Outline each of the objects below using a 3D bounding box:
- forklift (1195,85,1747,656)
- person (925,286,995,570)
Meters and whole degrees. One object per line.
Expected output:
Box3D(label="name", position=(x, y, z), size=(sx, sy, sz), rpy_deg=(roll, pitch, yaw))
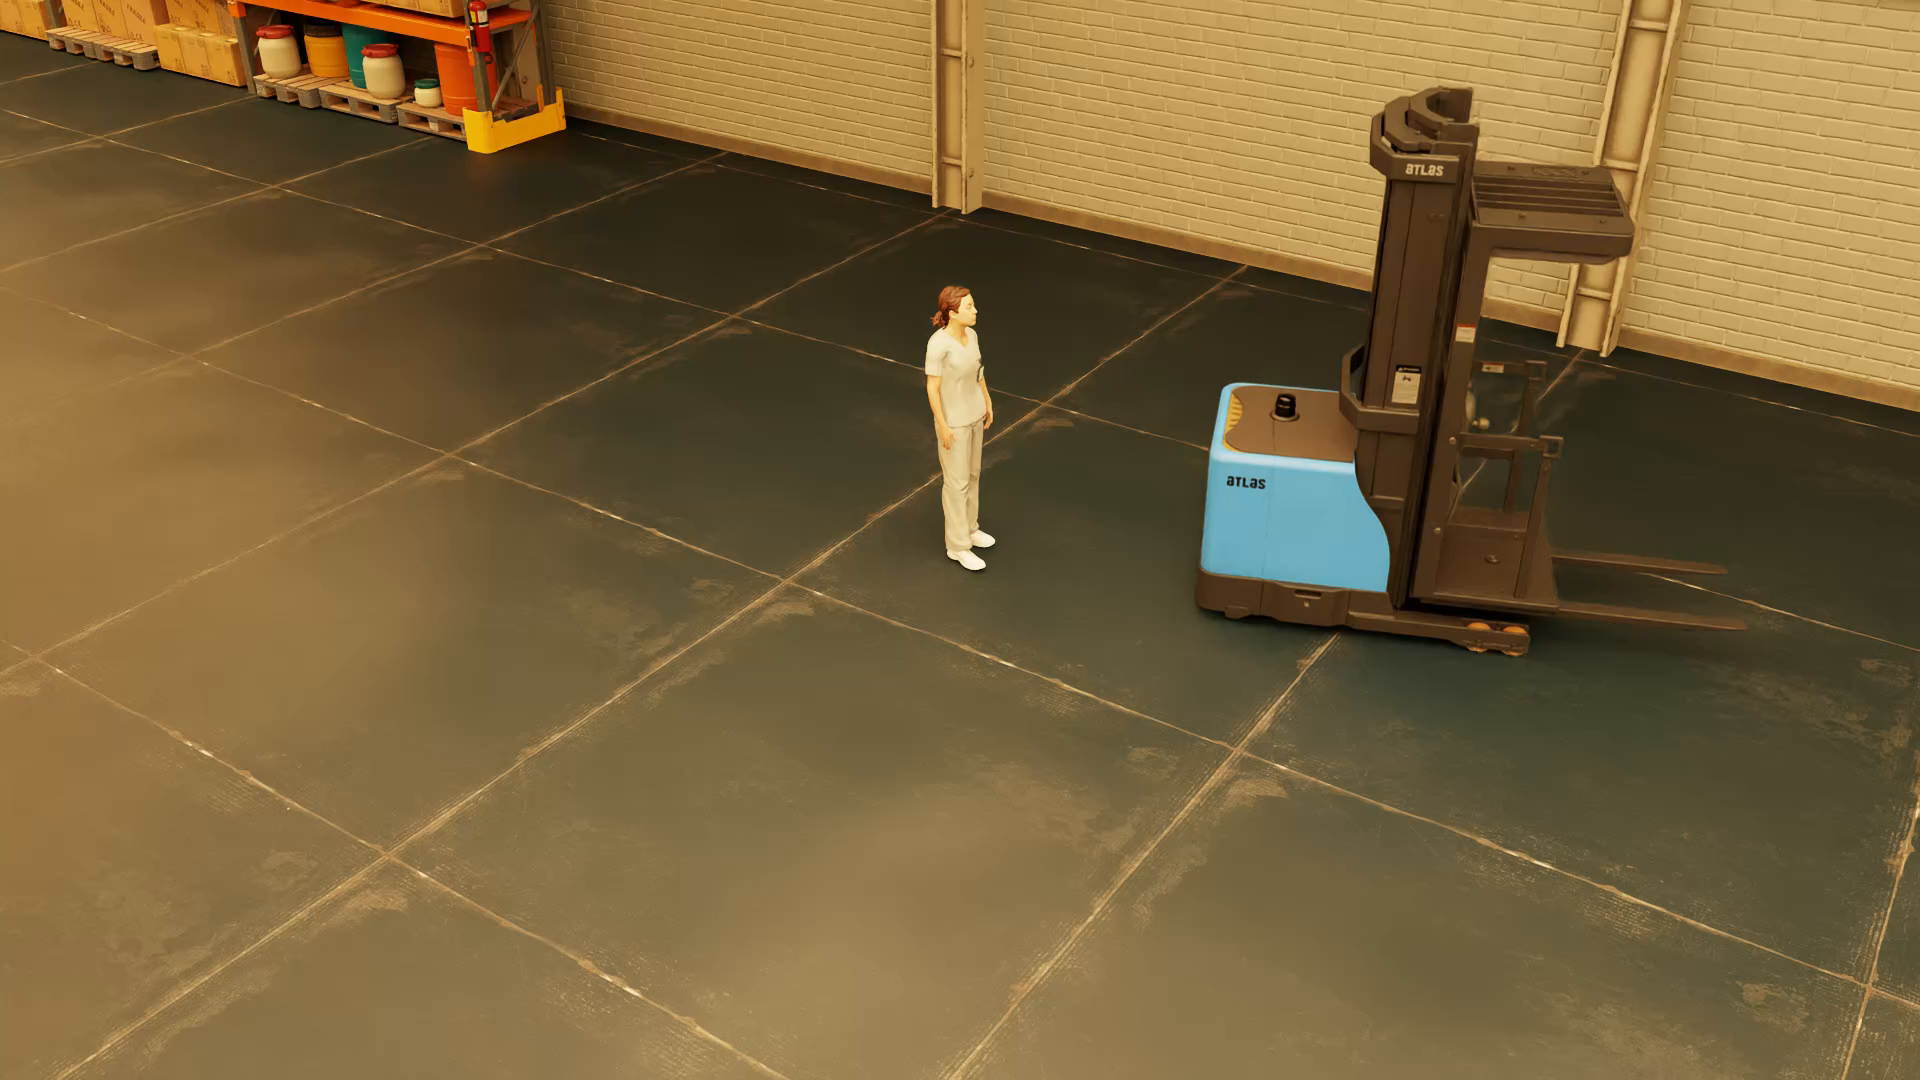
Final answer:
Box3D(label="forklift", position=(2.951, -0.905, 9.140), size=(3.031, 2.935, 1.130), rpy_deg=(6, 31, 11))
Box3D(label="person", position=(0.053, -0.705, 10.030), size=(0.549, 1.675, 0.549), rpy_deg=(19, 35, 29))
